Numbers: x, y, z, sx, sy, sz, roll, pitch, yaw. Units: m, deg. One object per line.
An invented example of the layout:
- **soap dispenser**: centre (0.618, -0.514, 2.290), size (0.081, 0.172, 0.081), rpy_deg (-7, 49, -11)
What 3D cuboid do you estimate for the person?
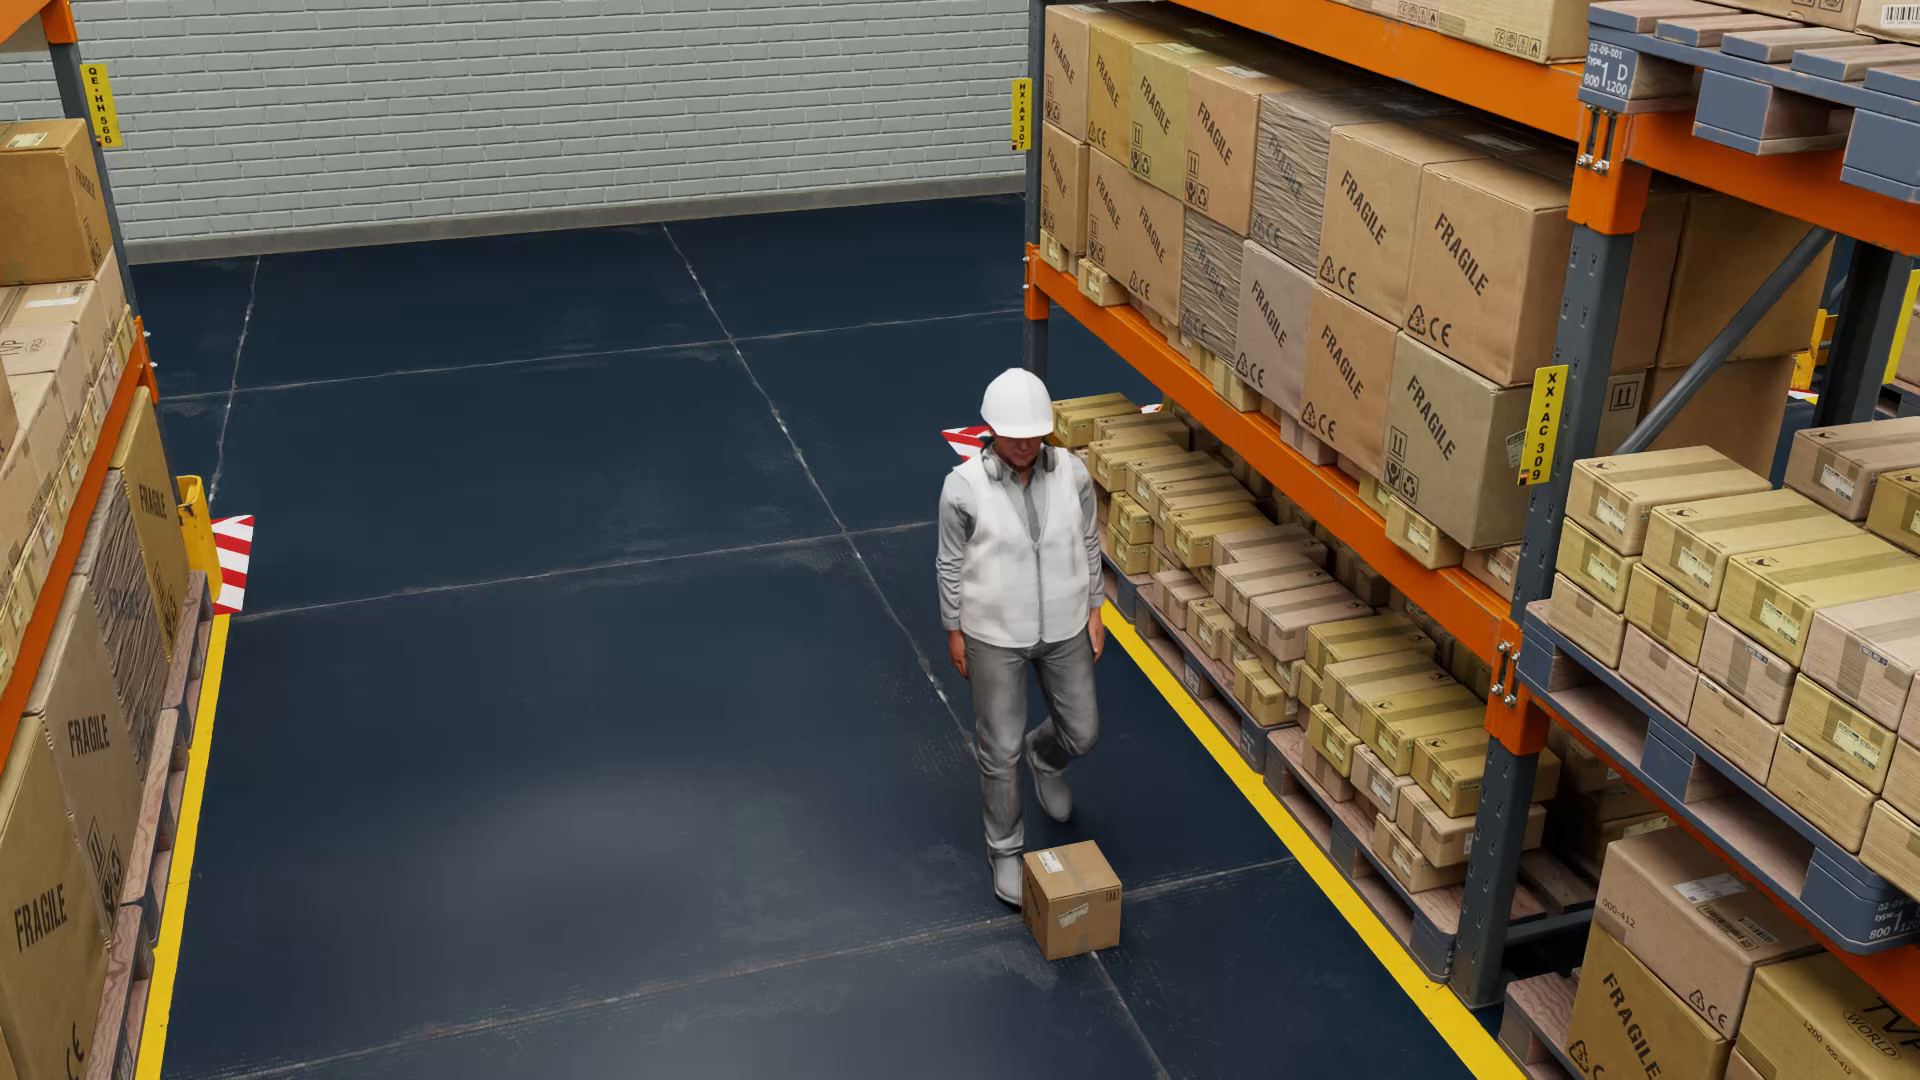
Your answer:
- **person**: centre (0.217, 0.290, 5.473), size (0.559, 1.773, 0.633), rpy_deg (-8, 27, -16)
